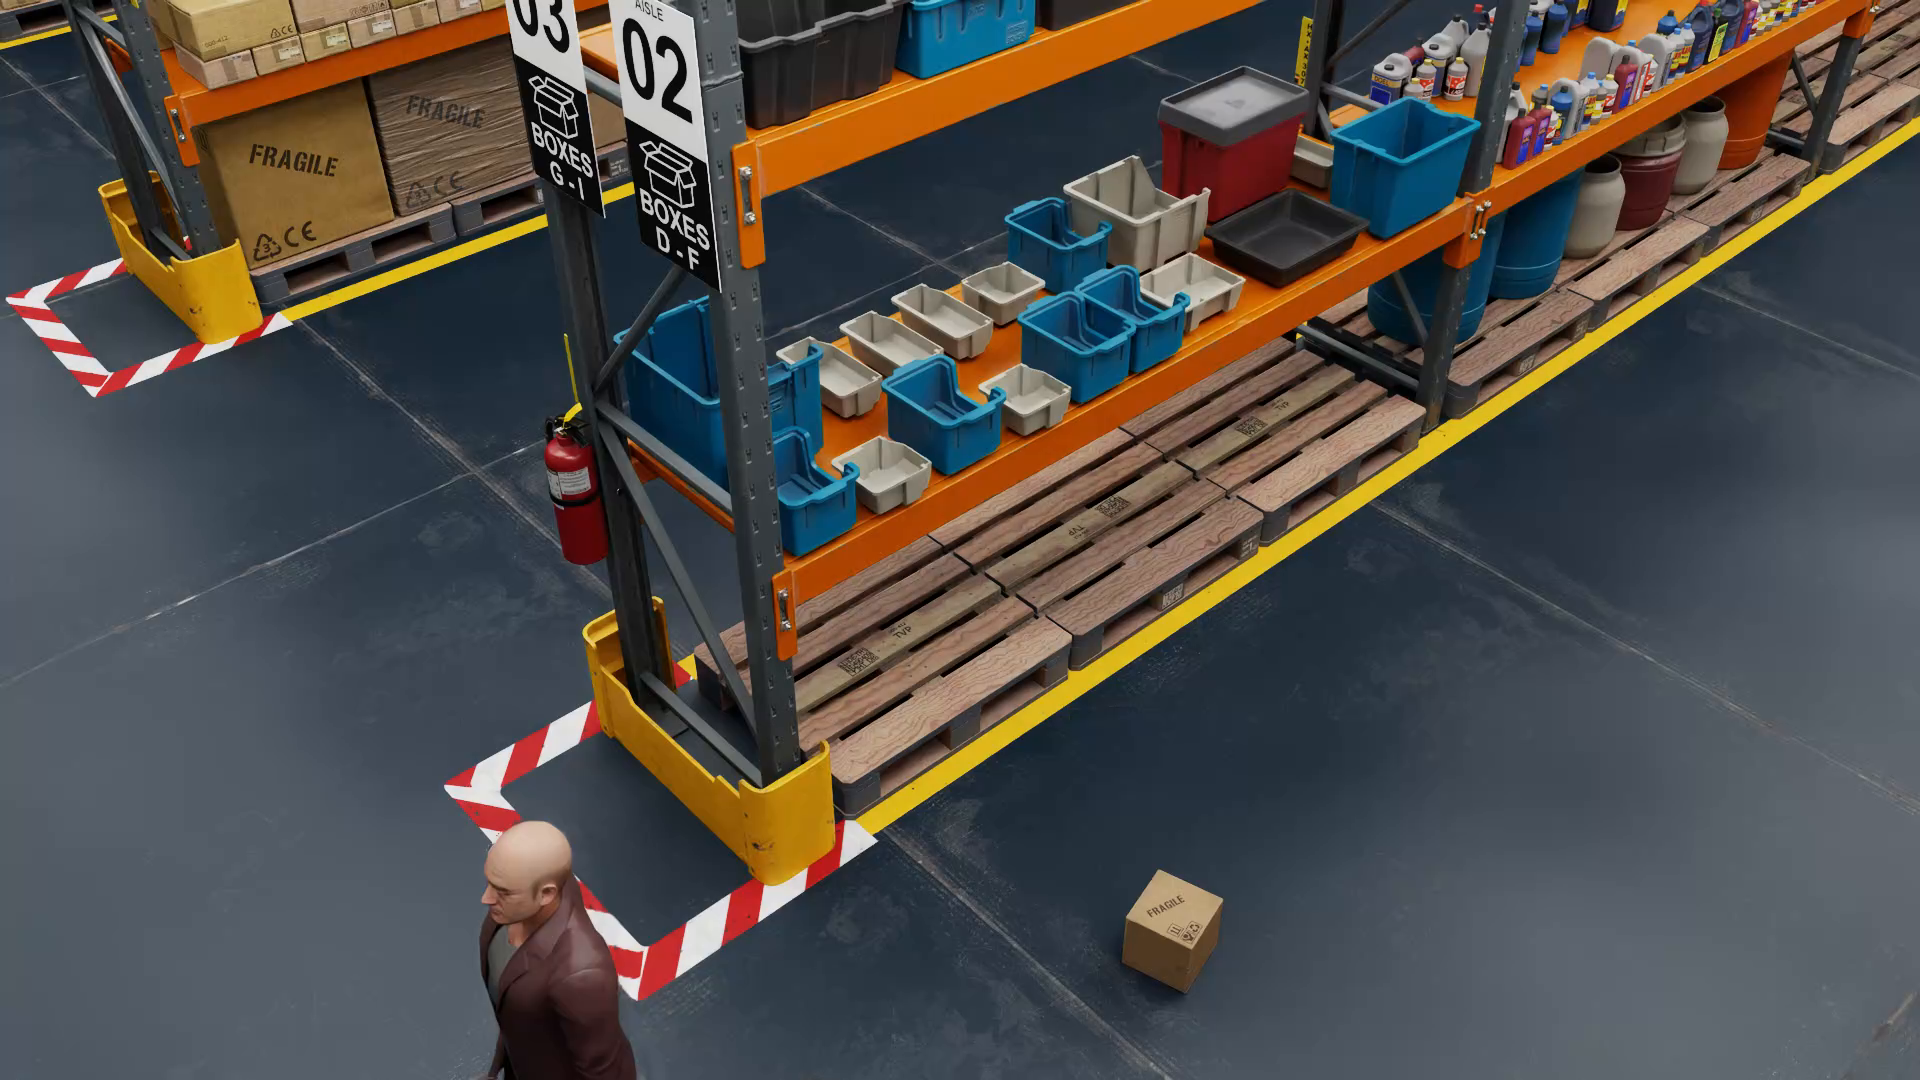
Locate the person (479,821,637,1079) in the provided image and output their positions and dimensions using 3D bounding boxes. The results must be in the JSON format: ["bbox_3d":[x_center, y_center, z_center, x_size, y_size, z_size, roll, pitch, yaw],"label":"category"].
[{"bbox_3d":[-0.991,1.380,4.488,0.860,1.752,0.602,-20,43,-23],"label":"person"}]
